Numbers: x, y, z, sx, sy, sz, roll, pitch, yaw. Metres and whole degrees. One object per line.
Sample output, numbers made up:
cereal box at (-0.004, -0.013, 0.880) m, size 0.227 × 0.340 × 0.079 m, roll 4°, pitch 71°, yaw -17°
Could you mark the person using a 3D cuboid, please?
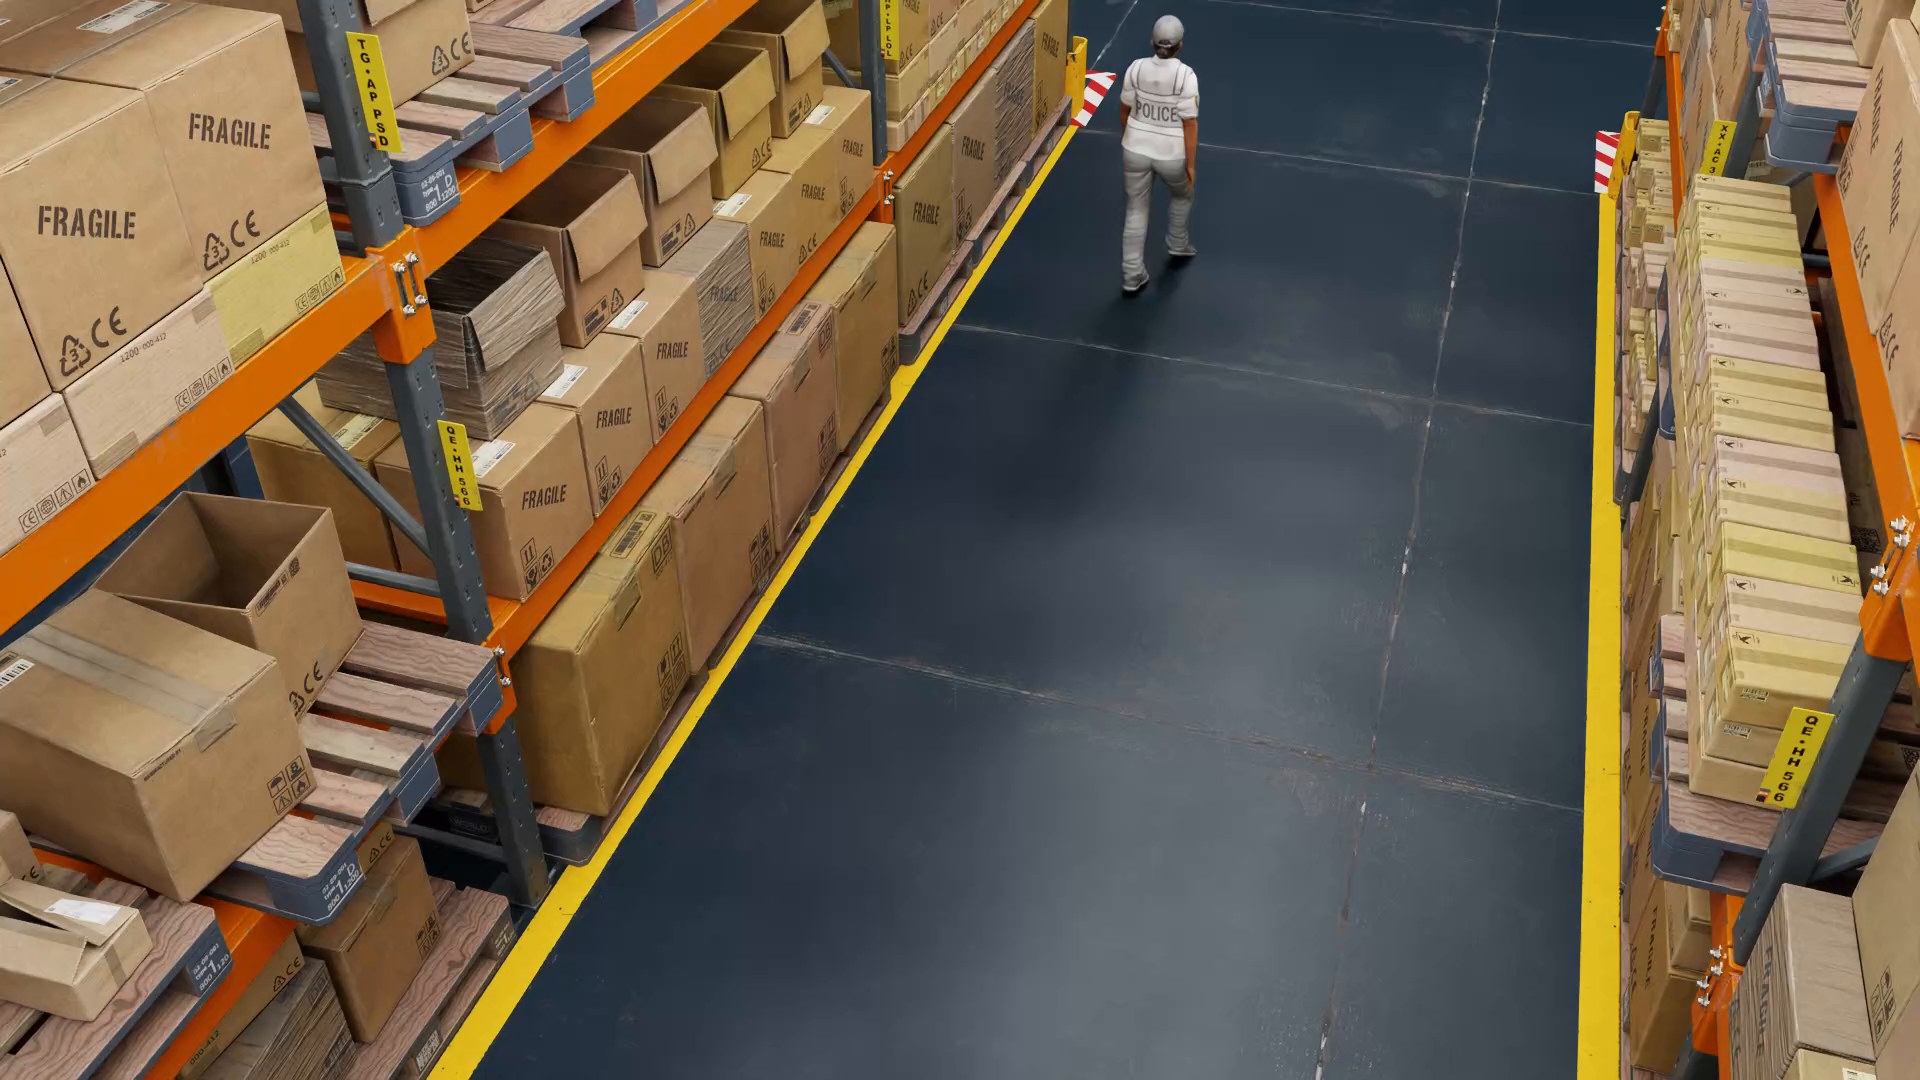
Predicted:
person at (1.204, -2.346, 9.977) m, size 0.516 × 1.680 × 0.794 m, roll 12°, pitch 39°, yaw 15°
